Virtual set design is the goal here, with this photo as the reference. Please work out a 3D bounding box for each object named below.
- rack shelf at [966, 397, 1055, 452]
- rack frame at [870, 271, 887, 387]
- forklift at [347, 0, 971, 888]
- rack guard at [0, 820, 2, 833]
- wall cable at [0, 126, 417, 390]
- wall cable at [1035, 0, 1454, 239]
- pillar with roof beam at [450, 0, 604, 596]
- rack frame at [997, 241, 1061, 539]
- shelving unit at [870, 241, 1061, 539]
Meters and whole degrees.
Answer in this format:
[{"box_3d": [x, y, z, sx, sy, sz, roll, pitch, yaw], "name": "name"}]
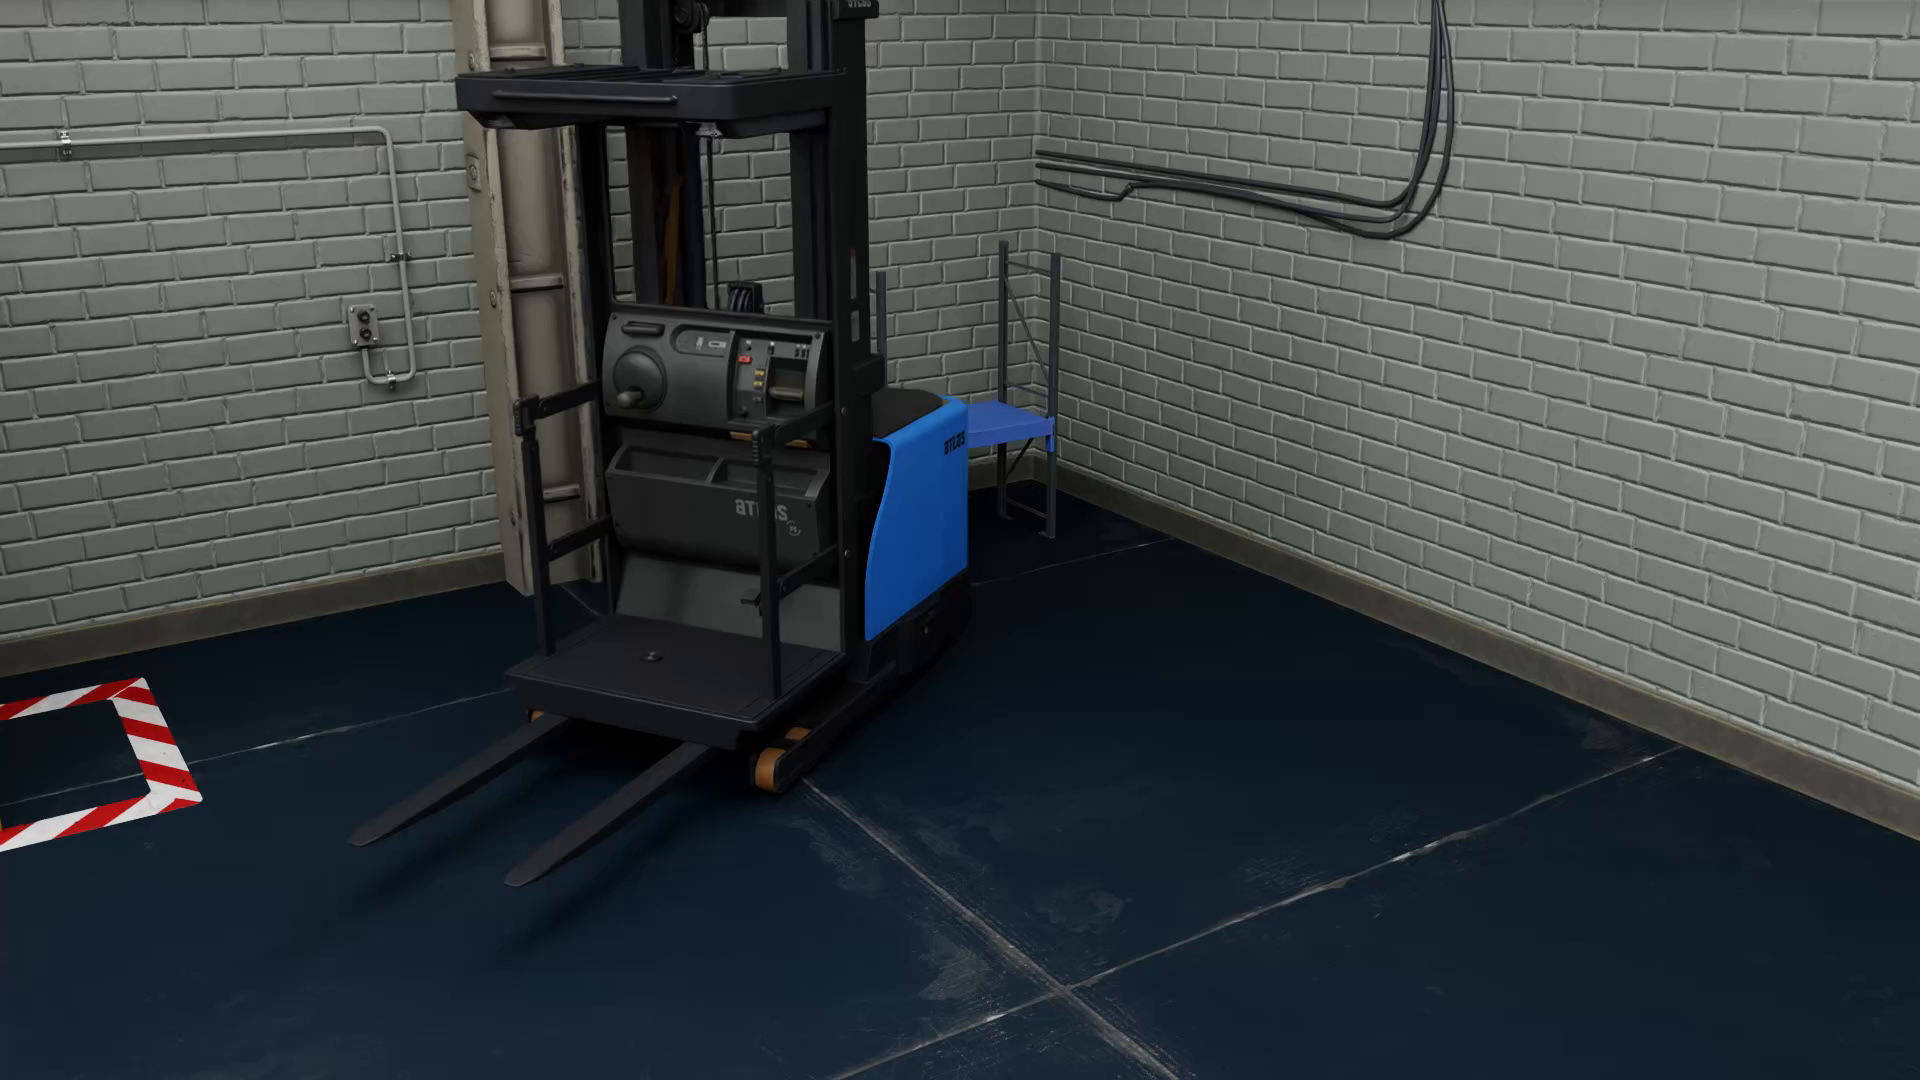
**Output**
[{"box_3d": [-0.071, -0.525, 8.518, 1.000, 0.185, 0.538, -12, 22, -31], "name": "rack shelf"}, {"box_3d": [-0.496, -0.606, 8.195, 0.032, 1.500, 0.500, -12, 22, -31], "name": "rack frame"}, {"box_3d": [-1.012, -0.625, 6.018, 1.130, 2.935, 3.031, 8, 20, 23], "name": "forklift"}, {"box_3d": [-3.754, 0.660, 6.011, 0.348, 0.500, 1.175, -12, 22, -31], "name": "rack guard"}, {"box_3d": [-3.225, -1.480, 6.851, 1.851, 1.984, 0.084, -12, 22, -31], "name": "wall cable"}, {"box_3d": [1.146, -2.791, 7.799, 0.112, 2.526, 3.097, -12, 22, -31], "name": "wall cable"}, {"box_3d": [0.373, -2.917, 3.323, 0.400, 9.000, 9.100, -12, 22, -31], "name": "pillar with roof beam"}, {"box_3d": [0.353, -0.785, 8.725, 0.032, 1.500, 0.500, -12, 22, -31], "name": "rack frame"}, {"box_3d": [-0.071, -0.695, 8.460, 1.048, 1.500, 0.538, -12, 22, -31], "name": "shelving unit"}]
